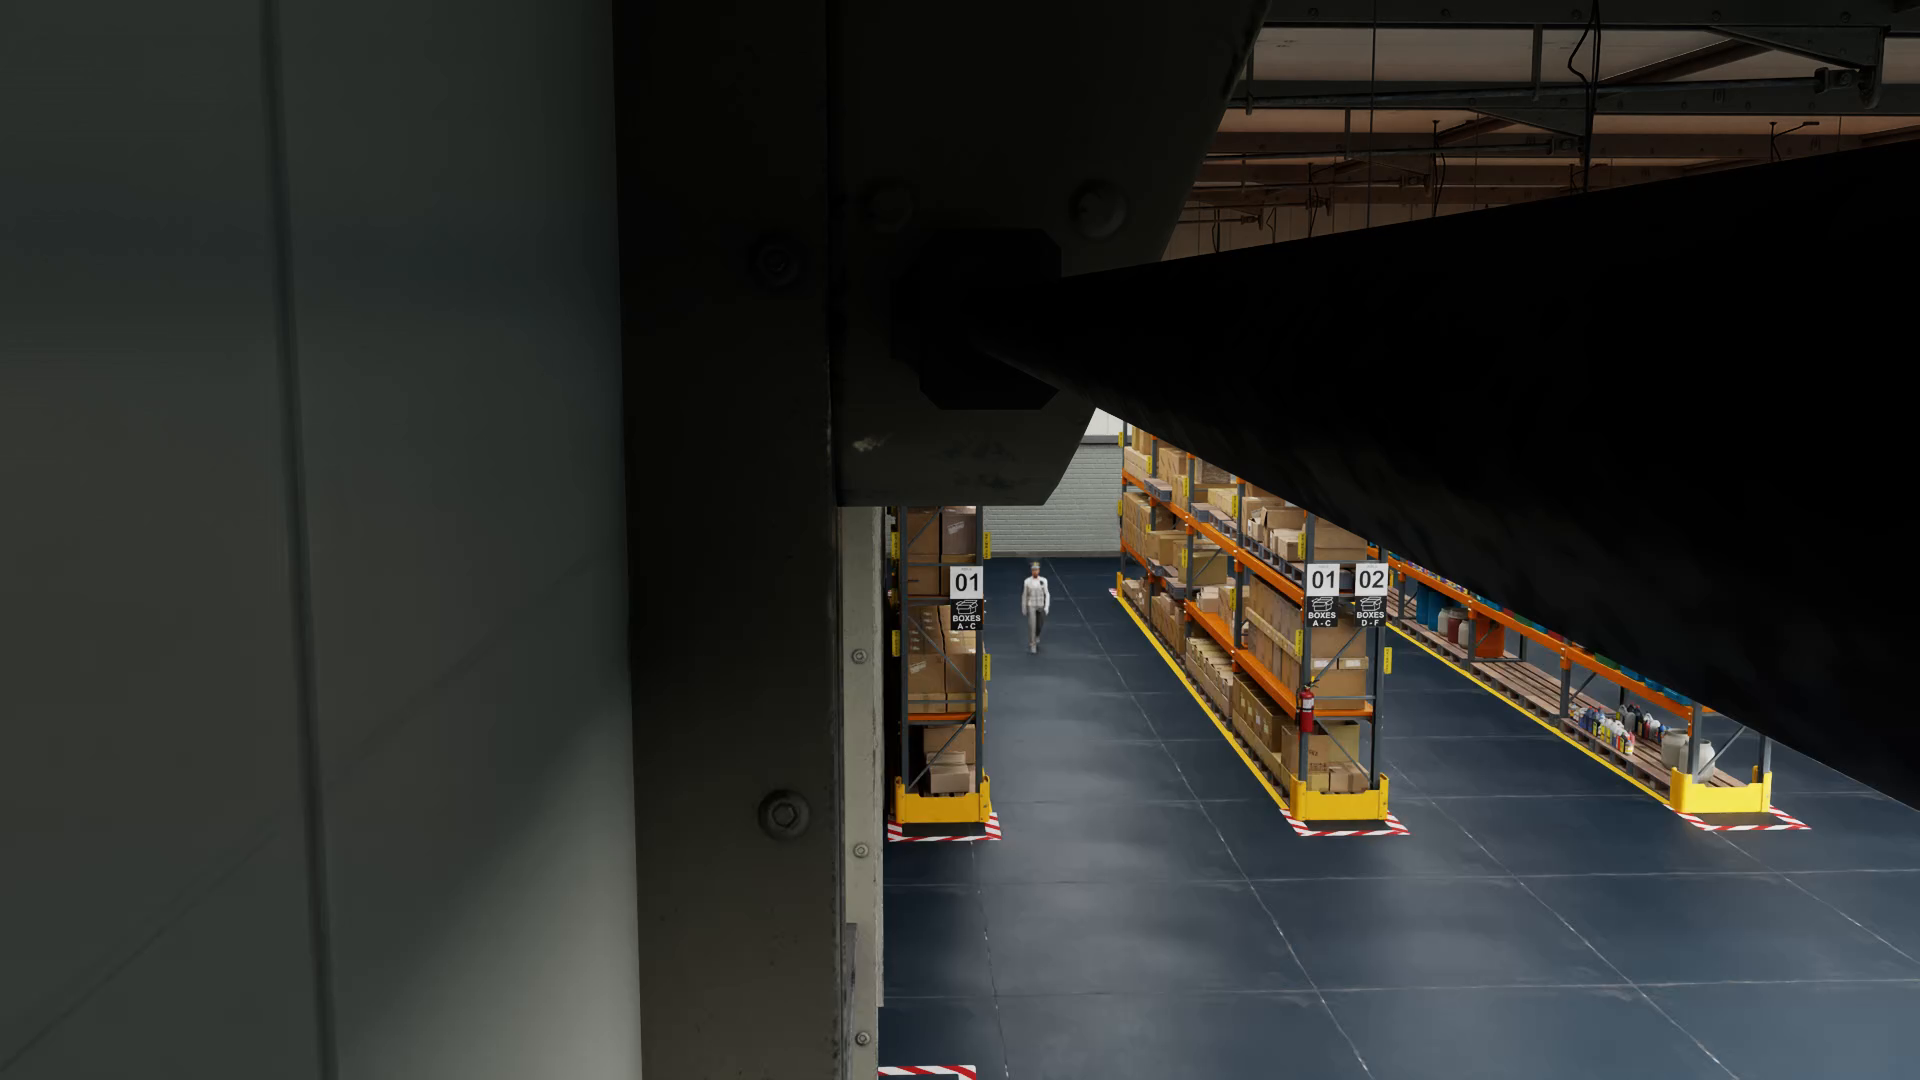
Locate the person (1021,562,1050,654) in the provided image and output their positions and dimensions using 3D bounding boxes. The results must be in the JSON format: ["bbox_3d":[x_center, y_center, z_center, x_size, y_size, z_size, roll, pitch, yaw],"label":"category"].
[{"bbox_3d":[1.398,1.212,30.660,0.500,1.638,0.943,-1,8,-8],"label":"person"}]

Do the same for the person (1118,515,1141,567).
[{"bbox_3d":[4.172,-0.186,40.732,0.557,1.662,0.588,-3,8,-17],"label":"person"}]
